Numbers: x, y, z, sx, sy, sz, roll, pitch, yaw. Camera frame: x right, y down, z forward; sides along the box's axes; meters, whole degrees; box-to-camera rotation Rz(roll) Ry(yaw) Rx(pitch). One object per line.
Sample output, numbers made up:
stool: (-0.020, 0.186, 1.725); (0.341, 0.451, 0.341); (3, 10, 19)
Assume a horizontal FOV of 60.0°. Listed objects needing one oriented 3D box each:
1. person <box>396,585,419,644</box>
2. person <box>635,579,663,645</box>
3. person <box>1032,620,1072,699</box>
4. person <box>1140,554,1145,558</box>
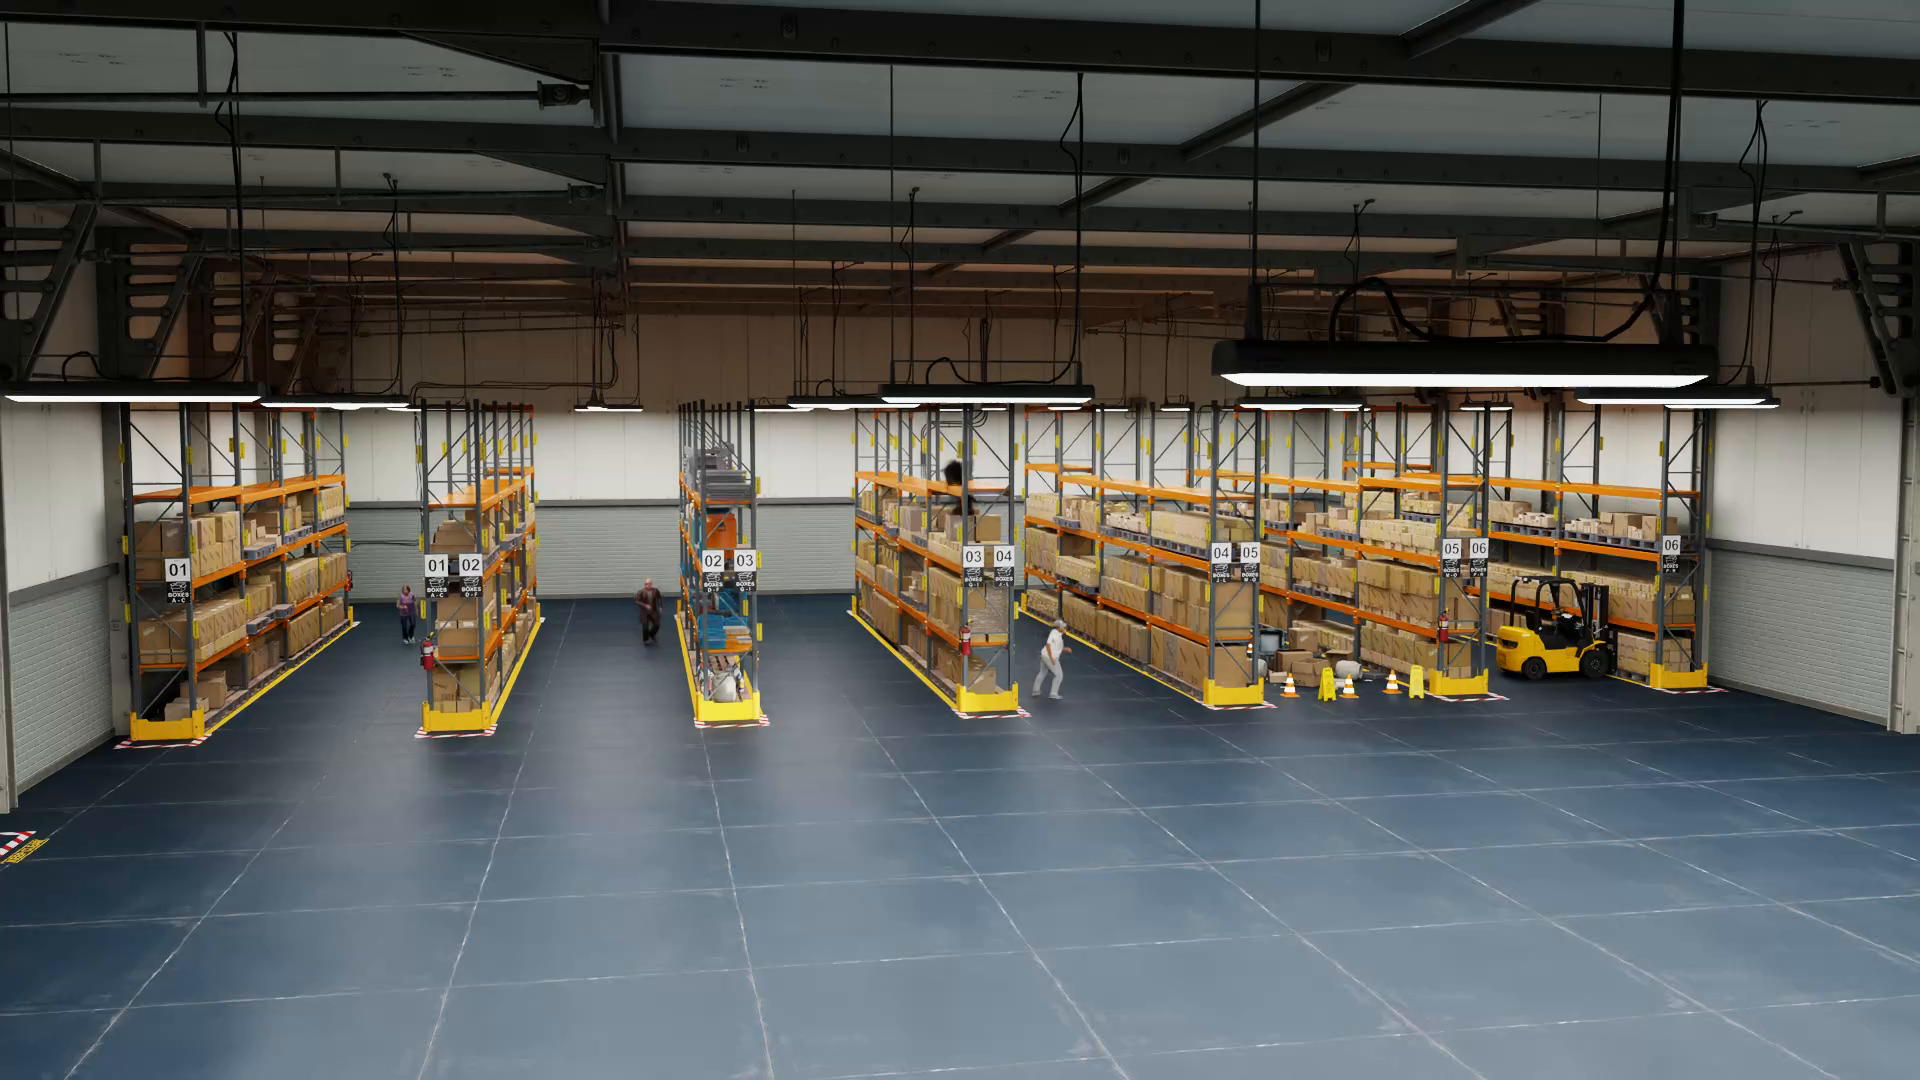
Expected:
person: (-13.696, 1.848, 41.226); (0.545, 1.500, 0.868); (-2, 5, -23)
person: (-7.685, 1.787, 41.116); (0.706, 1.670, 0.877); (-2, 5, -21)
person: (1.876, 2.400, 33.669); (0.801, 1.598, 0.681); (0, 4, -4)
person: (5.279, 1.270, 47.683); (0.962, 1.713, 0.682); (4, 6, 41)
